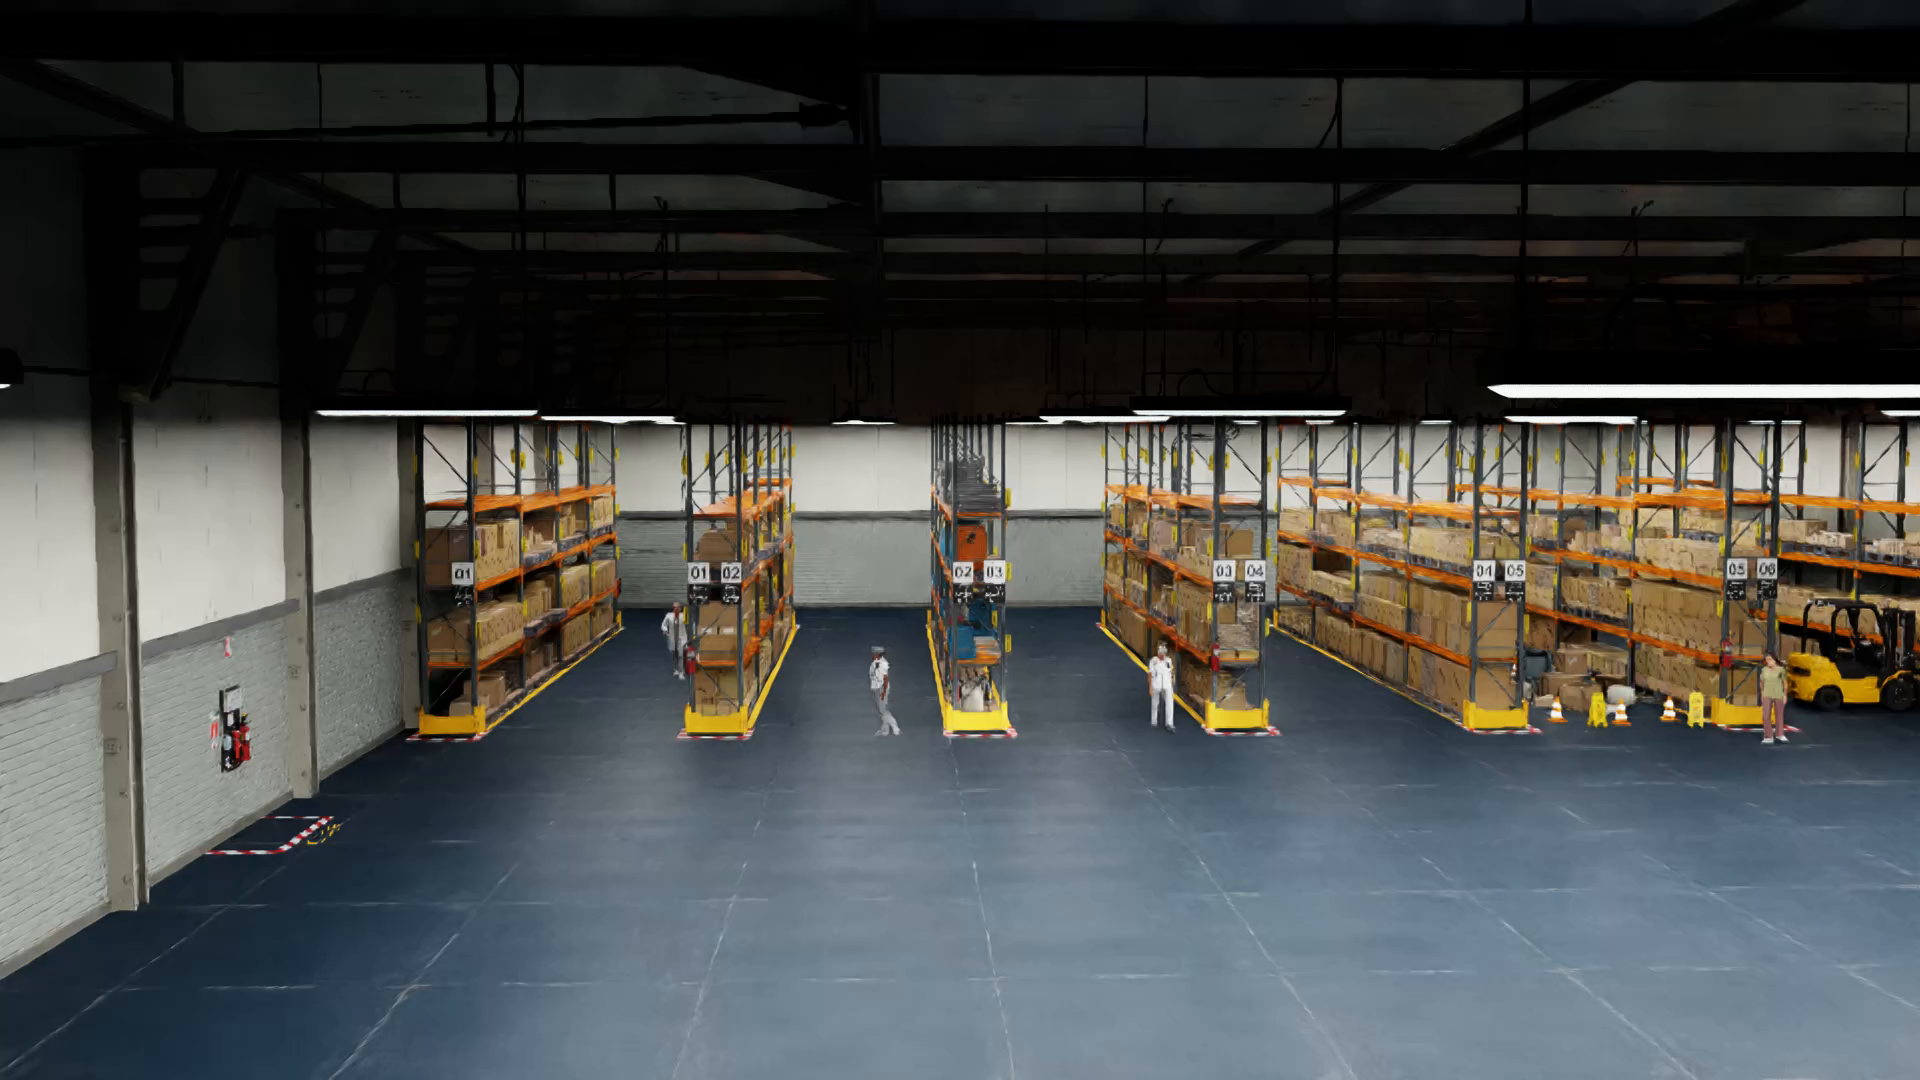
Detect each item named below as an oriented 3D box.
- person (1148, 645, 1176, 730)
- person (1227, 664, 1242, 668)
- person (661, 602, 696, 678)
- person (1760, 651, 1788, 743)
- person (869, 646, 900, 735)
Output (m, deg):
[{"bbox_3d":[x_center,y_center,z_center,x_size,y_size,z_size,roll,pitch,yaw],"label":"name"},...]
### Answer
[{"bbox_3d":[3.812,2.767,31.536,0.499,1.579,1.078,0,4,0],"label":"person"},{"bbox_3d":[6.535,2.116,39.612,0.442,1.795,0.693,-1,4,-15],"label":"person"},{"bbox_3d":[-6.467,2.270,38.115,0.736,1.718,0.904,0,4,3],"label":"person"},{"bbox_3d":[14.788,2.844,30.207,0.484,1.663,0.573,3,5,36],"label":"person"},{"bbox_3d":[-1.412,2.790,30.806,0.445,1.655,0.629,-3,5,-33],"label":"person"}]
